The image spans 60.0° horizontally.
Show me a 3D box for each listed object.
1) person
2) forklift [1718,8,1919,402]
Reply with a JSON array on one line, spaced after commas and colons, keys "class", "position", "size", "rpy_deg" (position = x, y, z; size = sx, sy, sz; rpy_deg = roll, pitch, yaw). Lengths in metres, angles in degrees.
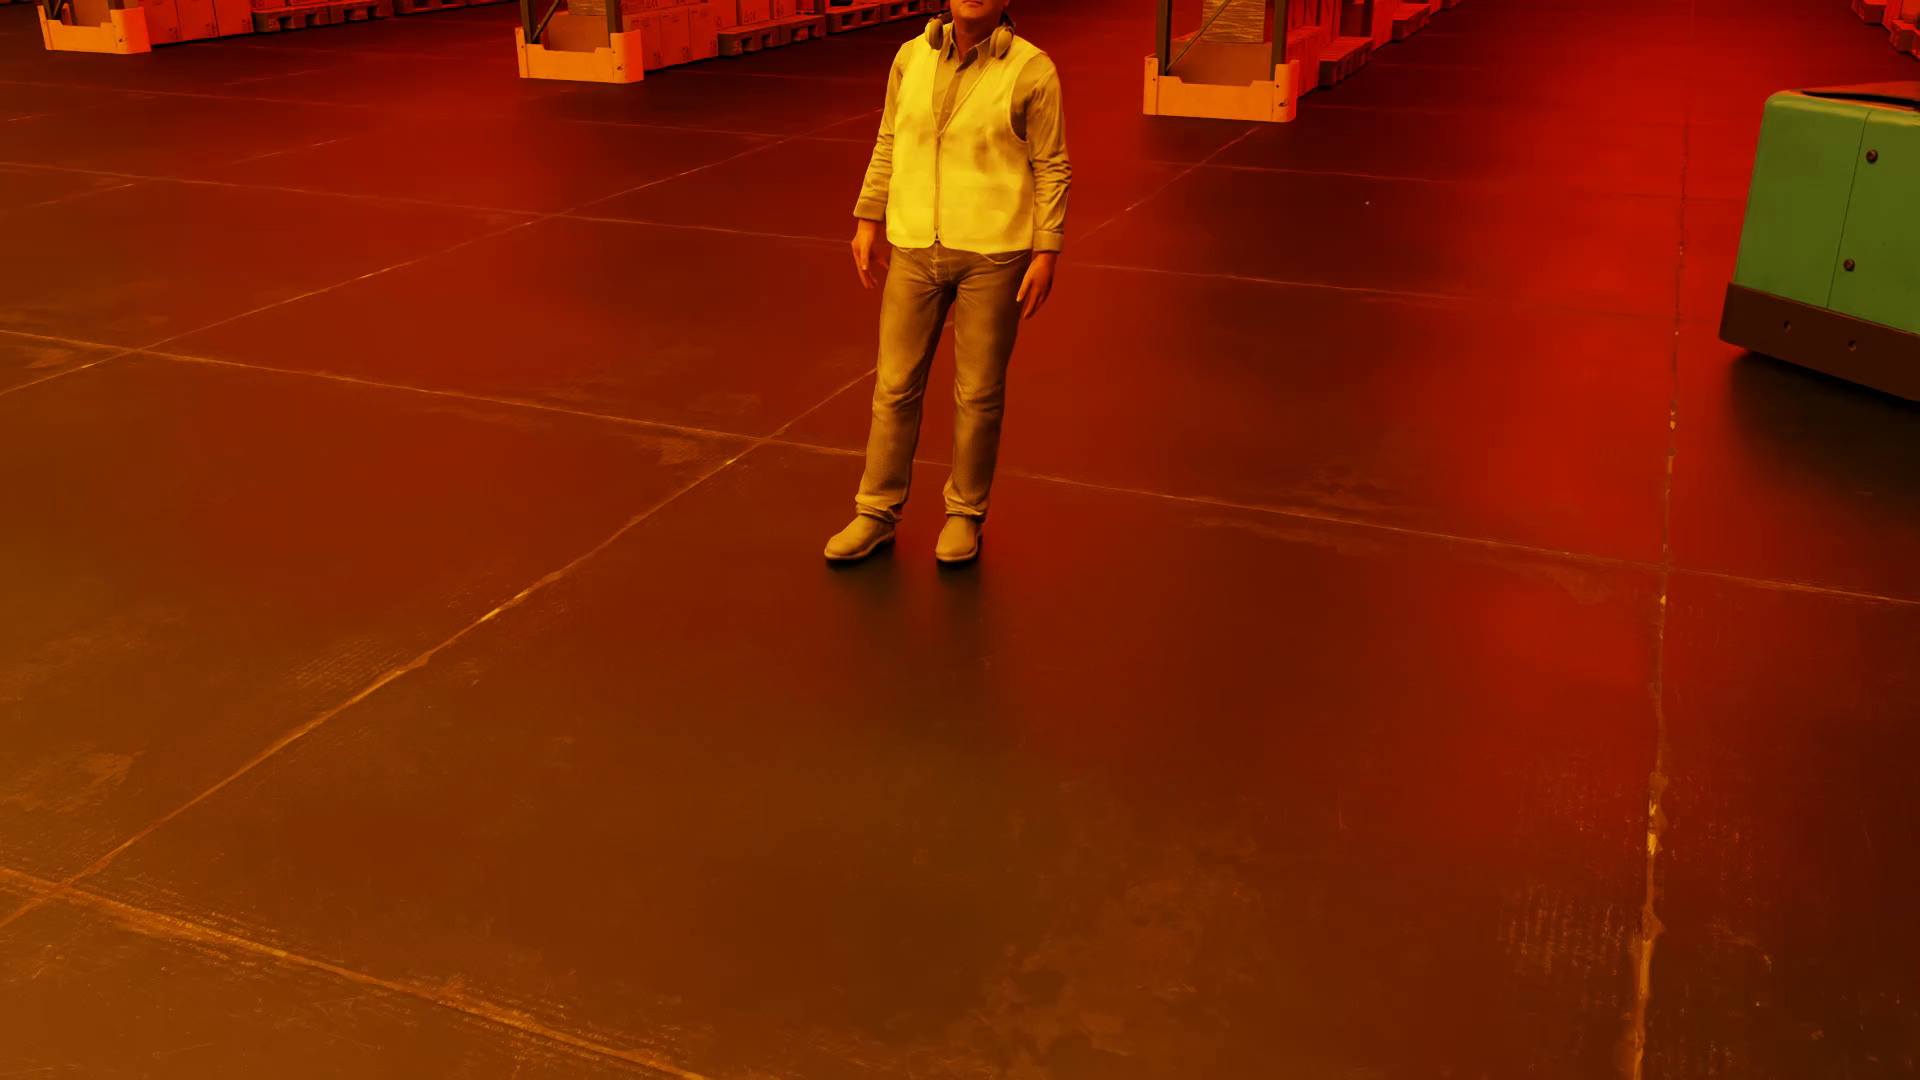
[{"class": "person", "position": [-0.031, -0.804, 4.697], "size": [0.634, 1.775, 0.566], "rpy_deg": [9, 24, 21]}, {"class": "forklift", "position": [4.712, -2.191, 6.534], "size": [3.031, 2.935, 1.130], "rpy_deg": [-10, 25, -22]}]
